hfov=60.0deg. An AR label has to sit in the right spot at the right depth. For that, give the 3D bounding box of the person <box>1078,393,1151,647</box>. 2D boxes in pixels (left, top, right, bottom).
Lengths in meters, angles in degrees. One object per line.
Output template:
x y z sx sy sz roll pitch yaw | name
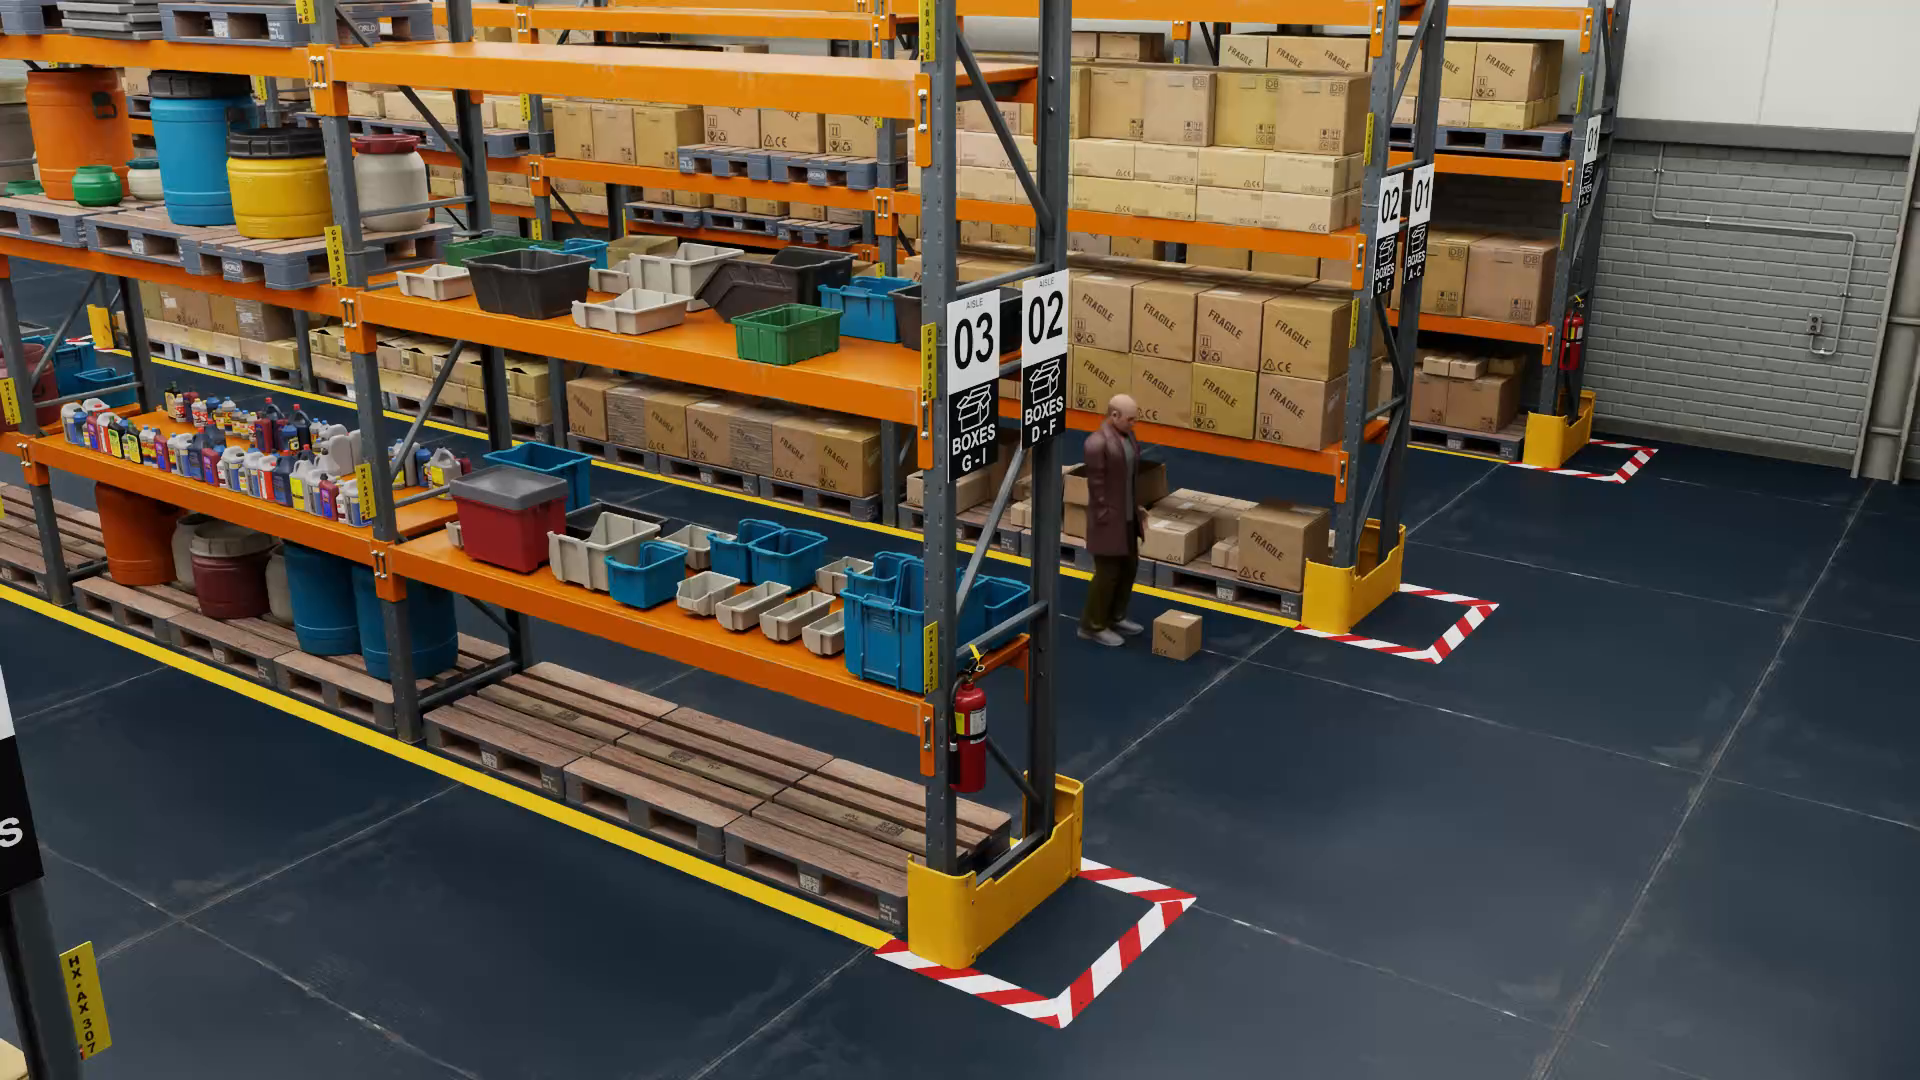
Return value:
1.089 -0.158 11.569 0.378 1.765 0.567 13 24 33 | person
